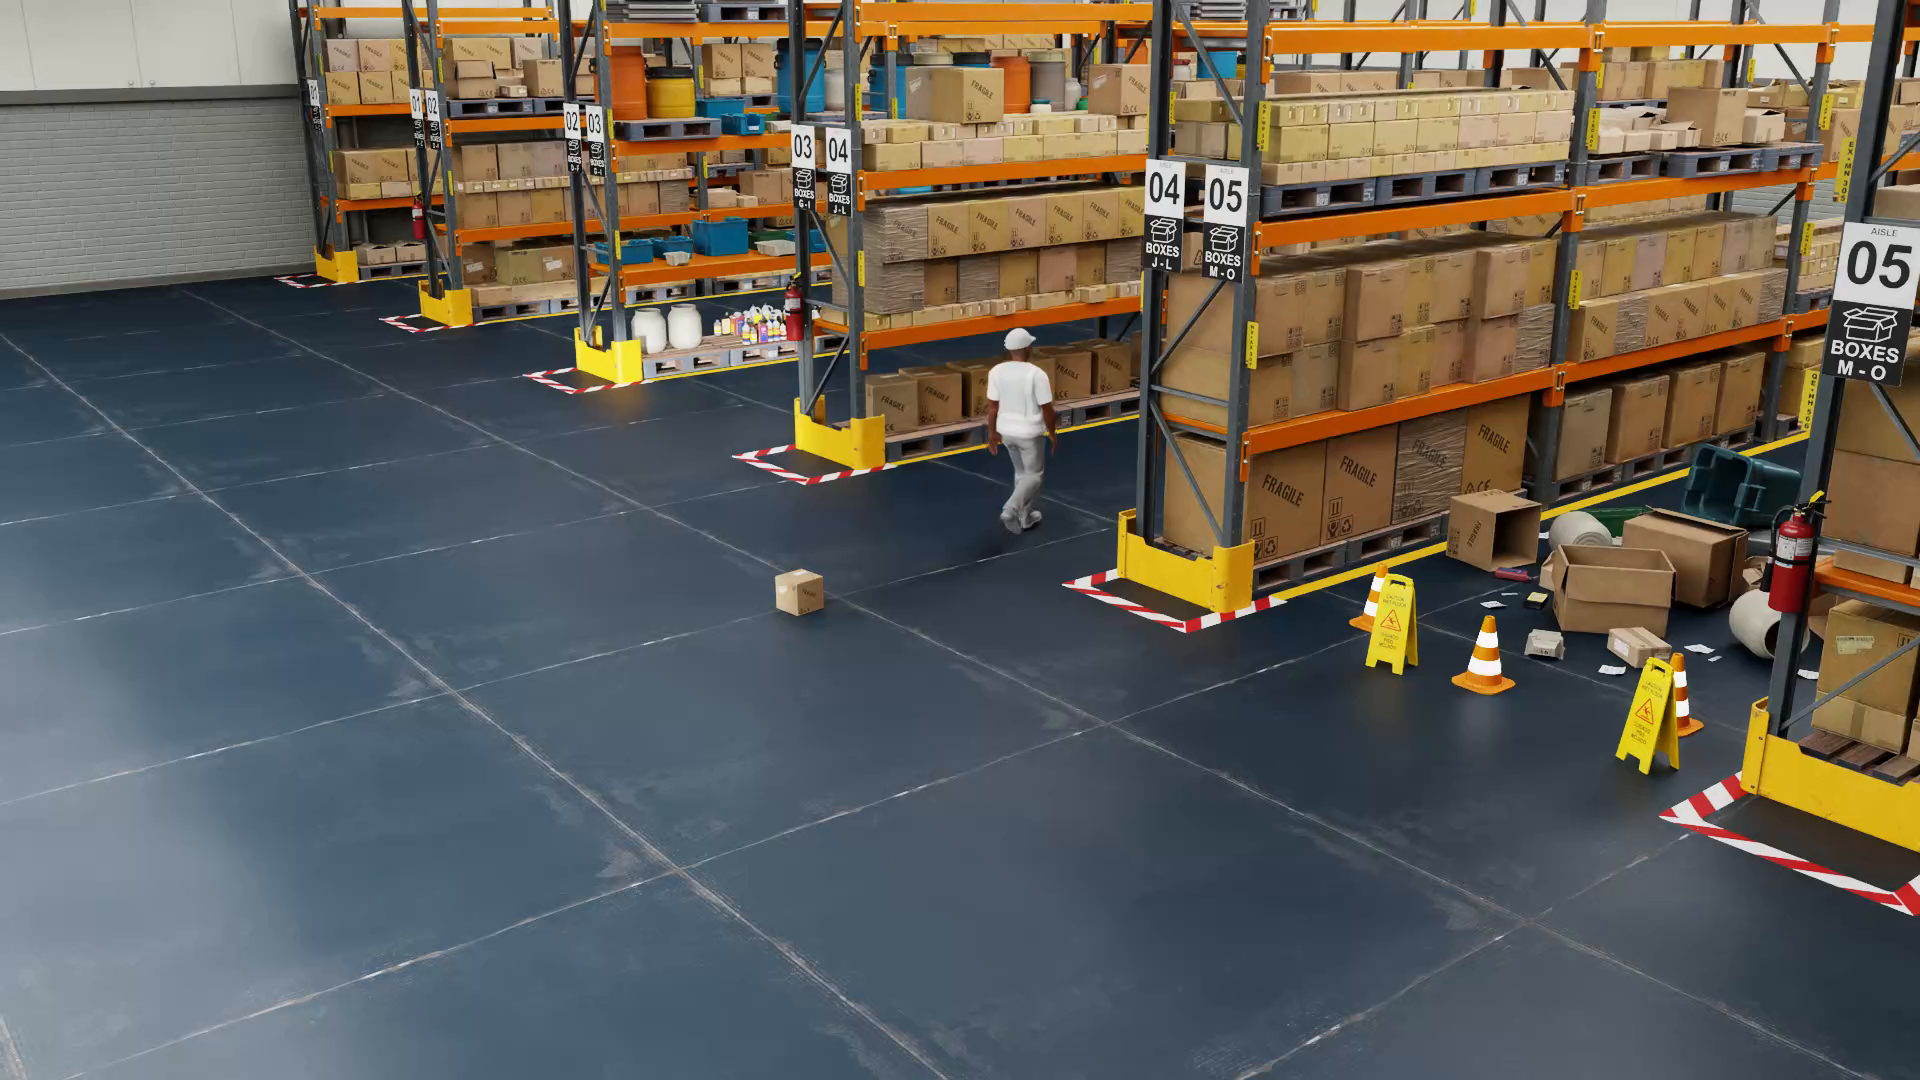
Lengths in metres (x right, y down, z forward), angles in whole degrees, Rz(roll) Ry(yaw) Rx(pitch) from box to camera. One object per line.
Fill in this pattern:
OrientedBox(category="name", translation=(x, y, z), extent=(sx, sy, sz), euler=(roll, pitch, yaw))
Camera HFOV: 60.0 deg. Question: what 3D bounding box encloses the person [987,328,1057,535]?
OrientedBox(category="person", translation=(0.507, -0.889, 13.798), extent=(0.575, 1.741, 0.842), euler=(11, 21, 31))
